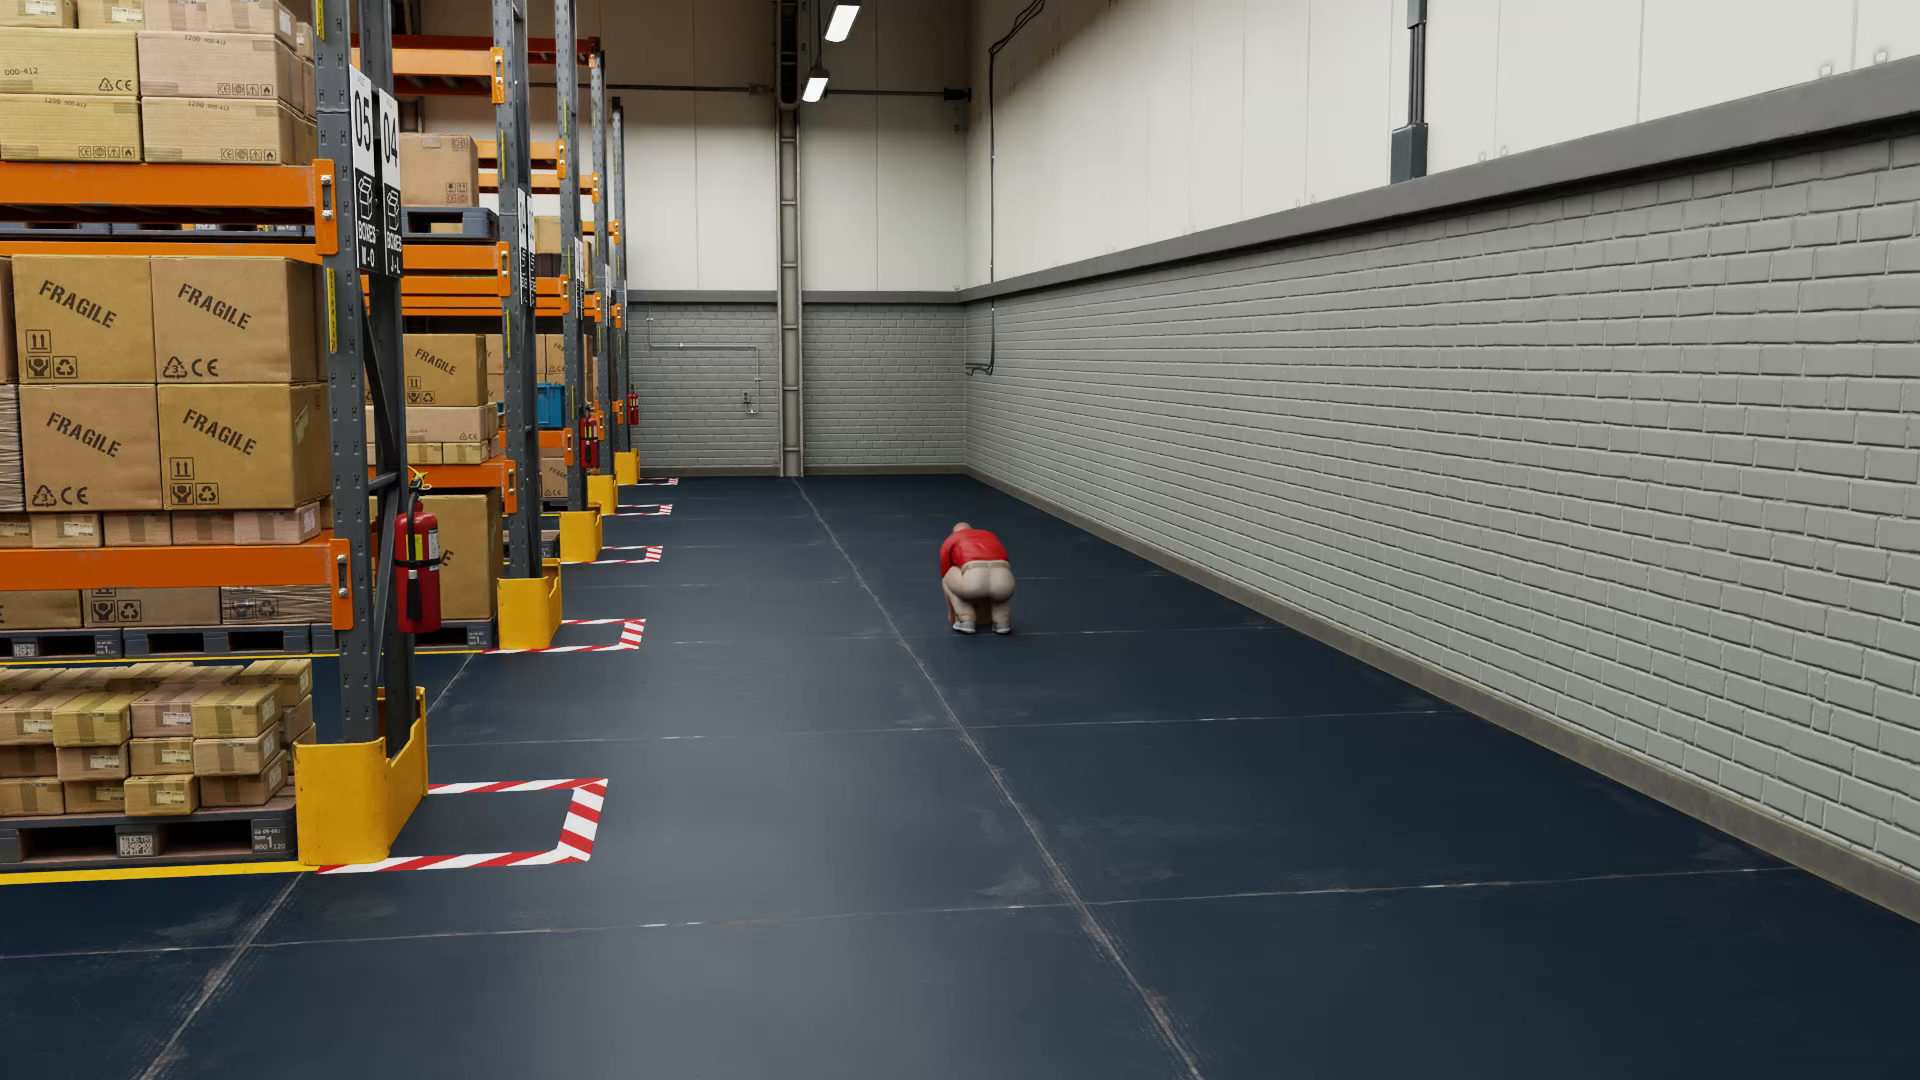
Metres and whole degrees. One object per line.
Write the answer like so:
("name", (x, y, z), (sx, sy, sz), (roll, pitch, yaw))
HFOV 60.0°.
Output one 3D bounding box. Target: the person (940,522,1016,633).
("person", (0.135, 0.327, 12.524), (0.537, 0.860, 0.894), (-1, 7, -9))
